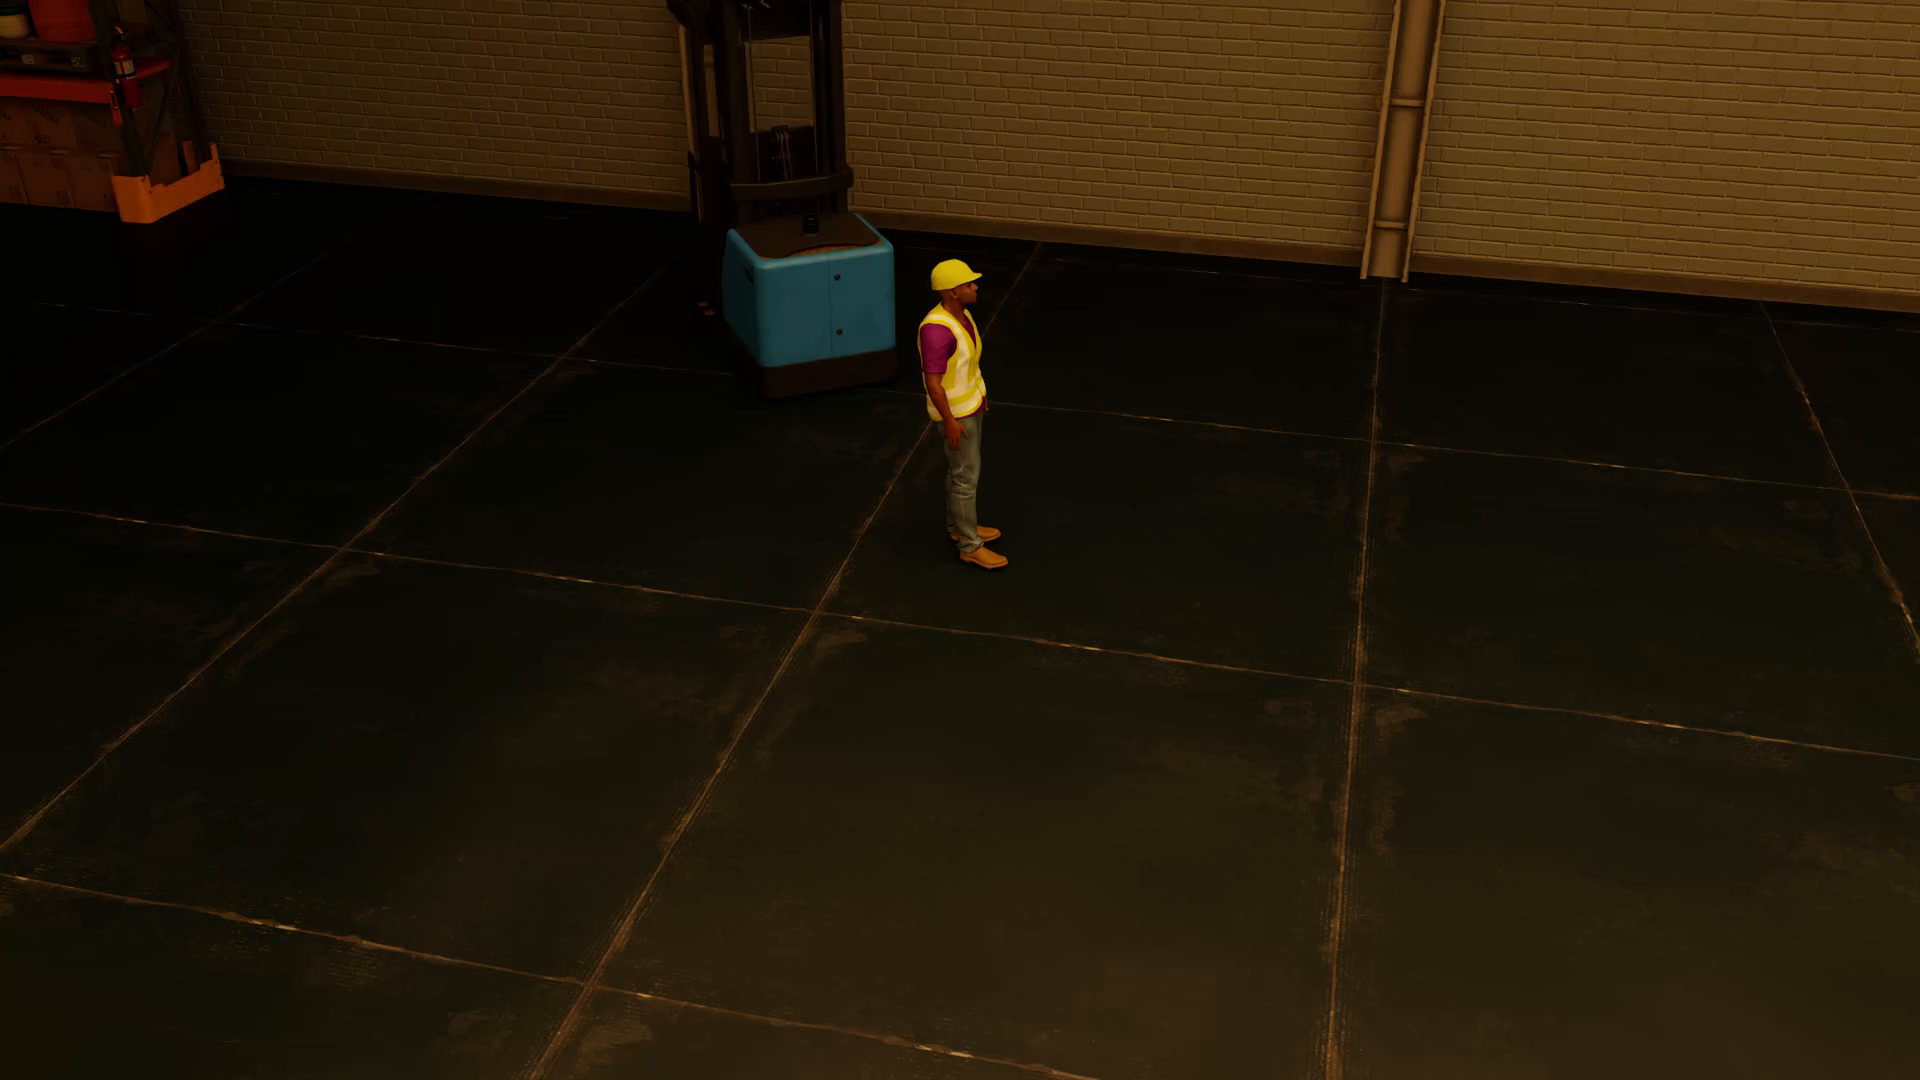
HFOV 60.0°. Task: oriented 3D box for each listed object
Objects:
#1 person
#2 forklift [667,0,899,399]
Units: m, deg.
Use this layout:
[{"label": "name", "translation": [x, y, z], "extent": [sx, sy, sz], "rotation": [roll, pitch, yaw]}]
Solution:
[{"label": "person", "translation": [0.066, -0.764, 9.685], "extent": [0.577, 1.765, 0.666], "rotation": [7, 30, 12]}, {"label": "forklift", "translation": [-1.472, -2.984, 12.437], "extent": [1.130, 2.935, 3.031], "rotation": [-11, 31, -19]}]
